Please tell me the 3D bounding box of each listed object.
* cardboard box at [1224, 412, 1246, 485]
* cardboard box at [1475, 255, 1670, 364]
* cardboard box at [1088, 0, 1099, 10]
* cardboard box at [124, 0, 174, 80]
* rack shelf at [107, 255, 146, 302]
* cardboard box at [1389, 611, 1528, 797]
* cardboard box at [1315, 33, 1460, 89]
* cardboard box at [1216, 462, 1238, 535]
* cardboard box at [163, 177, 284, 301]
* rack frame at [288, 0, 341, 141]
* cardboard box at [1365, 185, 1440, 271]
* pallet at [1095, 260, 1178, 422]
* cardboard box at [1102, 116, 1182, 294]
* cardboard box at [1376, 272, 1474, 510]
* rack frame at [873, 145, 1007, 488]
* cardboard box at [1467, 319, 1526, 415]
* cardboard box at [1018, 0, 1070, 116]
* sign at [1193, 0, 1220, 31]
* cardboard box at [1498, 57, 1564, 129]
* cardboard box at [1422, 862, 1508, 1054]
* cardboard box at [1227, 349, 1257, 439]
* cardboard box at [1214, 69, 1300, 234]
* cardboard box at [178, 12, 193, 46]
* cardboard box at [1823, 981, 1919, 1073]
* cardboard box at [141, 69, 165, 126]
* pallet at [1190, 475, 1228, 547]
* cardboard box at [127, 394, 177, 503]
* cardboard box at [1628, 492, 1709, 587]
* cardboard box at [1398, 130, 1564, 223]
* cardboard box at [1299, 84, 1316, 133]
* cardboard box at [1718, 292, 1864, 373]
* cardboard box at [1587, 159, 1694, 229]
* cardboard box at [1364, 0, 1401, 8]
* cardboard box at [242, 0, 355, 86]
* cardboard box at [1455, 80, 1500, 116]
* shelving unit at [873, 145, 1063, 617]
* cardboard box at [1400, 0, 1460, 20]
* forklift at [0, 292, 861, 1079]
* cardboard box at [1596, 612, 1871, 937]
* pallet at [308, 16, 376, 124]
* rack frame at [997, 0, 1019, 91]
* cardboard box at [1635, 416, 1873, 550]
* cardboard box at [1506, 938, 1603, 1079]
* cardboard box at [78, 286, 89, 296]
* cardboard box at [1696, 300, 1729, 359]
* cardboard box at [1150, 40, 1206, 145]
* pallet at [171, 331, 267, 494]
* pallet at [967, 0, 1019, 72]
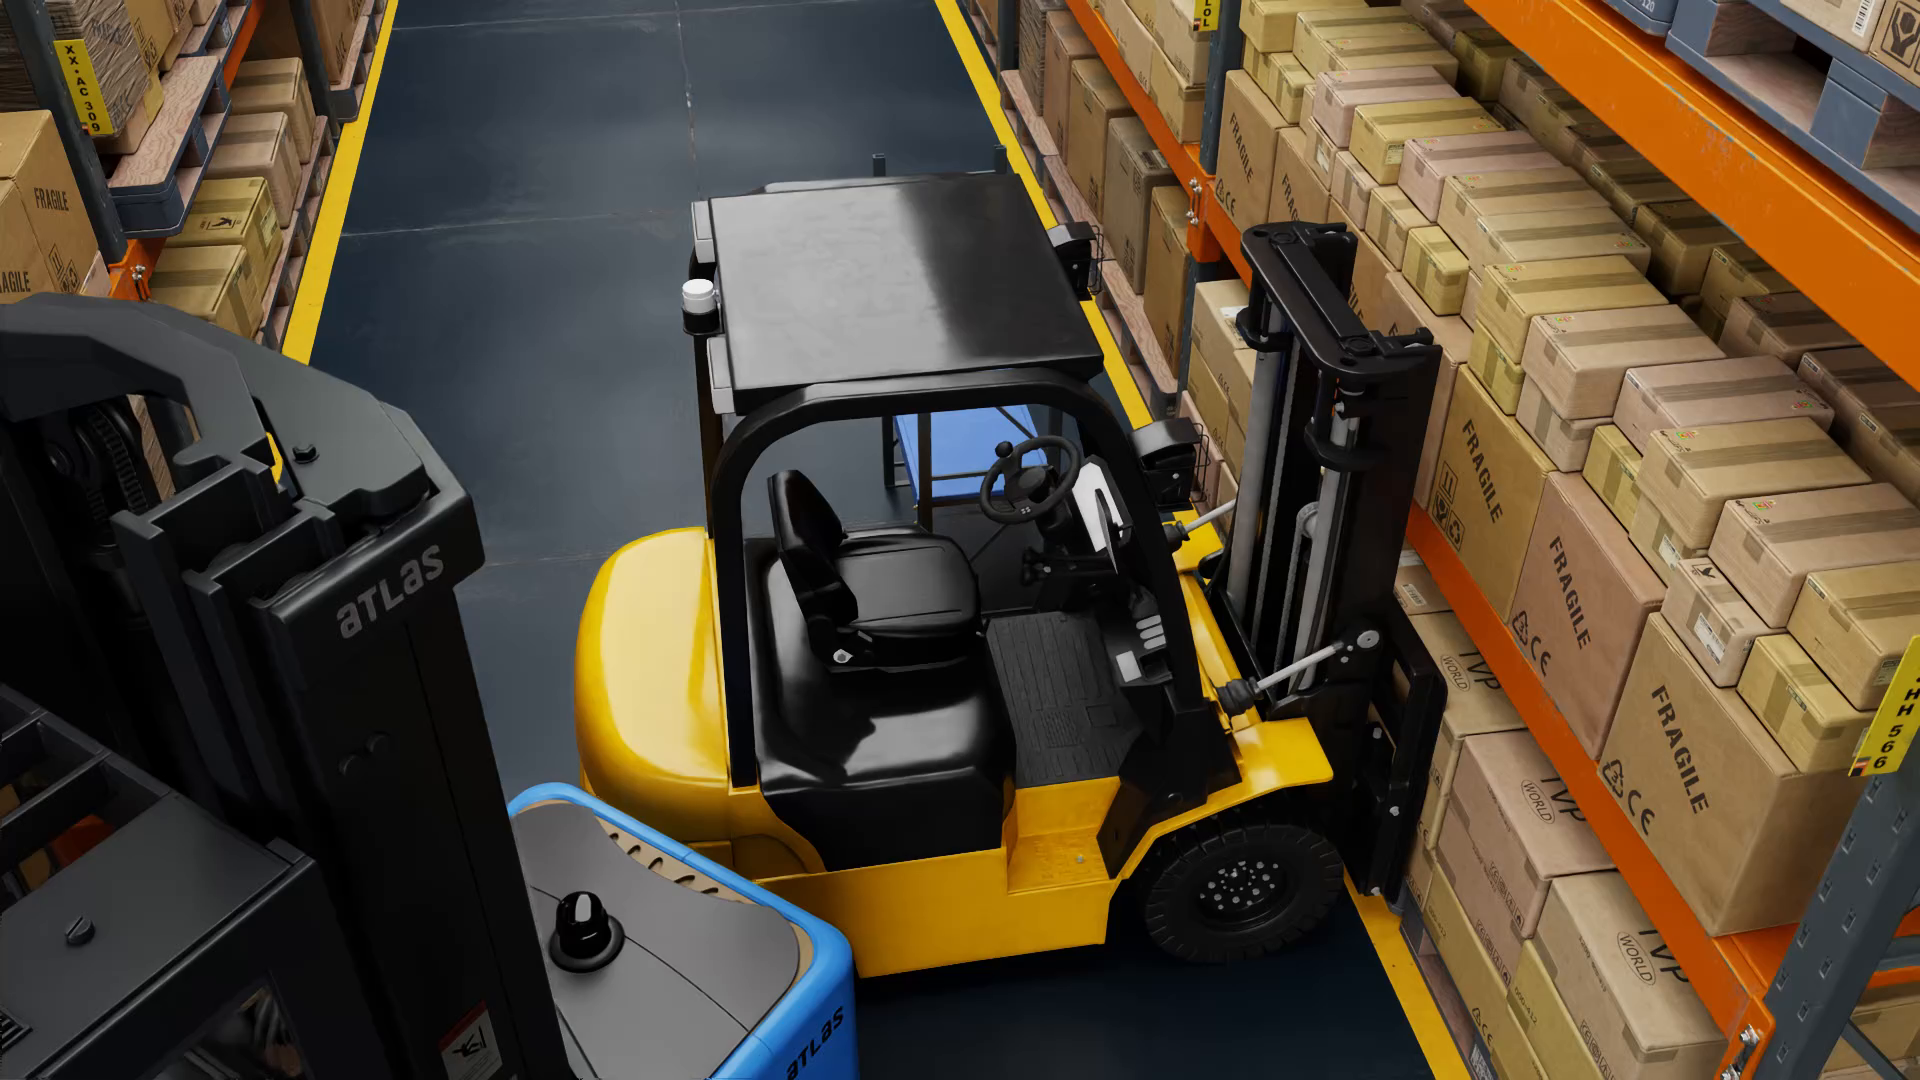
[{"bbox_3d":[1.305,-0.283,6.161,0.500,0.250,0.500,-6,38,-8],"label":"cardboard box"},{"bbox_3d":[1.542,-0.586,4.207,0.380,0.149,0.250,-6,38,-7],"label":"cardboard box"},{"bbox_3d":[0.839,-2.770,7.992,0.500,0.250,0.500,-5,38,-6],"label":"cardboard box"},{"bbox_3d":[-3.341,-2.038,6.263,0.500,0.500,0.500,-6,38,-8],"label":"cardboard box"},{"bbox_3d":[-3.102,0.393,4.386,1.077,0.370,4.000,-6,38,-8],"label":"rack shelf"},{"bbox_3d":[1.554,0.450,4.810,0.500,0.250,0.500,-6,38,-7],"label":"cardboard box"},{"bbox_3d":[1.386,-1.523,5.412,0.380,0.149,0.250,-7,38,-9],"label":"cardboard box"},{"bbox_3d":[1.297,-0.082,6.310,0.500,0.250,0.500,-7,38,-9],"label":"cardboard box"},{"bbox_3d":[-3.800,-1.398,7.903,0.950,0.372,0.625,-5,38,-6],"label":"cardboard box"},{"bbox_3d":[-4.154,-3.515,8.830,1.000,3.000,0.127,-6,38,-8],"label":"rack frame"},{"bbox_3d":[1.427,-0.934,4.897,0.380,0.149,0.250,-7,38,-9],"label":"cardboard box"},{"bbox_3d":[1.266,-0.975,7.833,1.003,0.211,1.213,-6,38,-8],"label":"pallet"},{"bbox_3d":[1.203,-1.647,8.018,0.875,0.625,0.625,-7,38,-8],"label":"cardboard box"},{"bbox_3d":[1.519,-0.454,4.808,0.500,0.500,0.500,-6,38,-8],"label":"cardboard box"},{"bbox_3d":[-0.074,-0.848,6.619,0.500,1.500,0.032,-6,38,-8],"label":"rack frame"},{"bbox_3d":[1.550,-0.466,4.295,0.380,0.149,0.250,-6,38,-8],"label":"cardboard box"},{"bbox_3d":[0.828,-2.901,9.633,0.875,0.625,0.625,-5,38,-7],"label":"cardboard box"},{"bbox_3d":[0.901,-1.997,5.996,0.100,0.325,0.005,-6,38,-8],"label":"sign"},{"bbox_3d":[1.956,-1.429,5.292,0.380,0.149,0.250,-7,38,-9],"label":"cardboard box"},{"bbox_3d":[1.664,1.149,4.724,0.500,0.250,0.500,-6,38,-8],"label":"cardboard box"},{"bbox_3d":[1.289,-0.474,6.000,0.500,0.250,0.500,-6,38,-8],"label":"cardboard box"},{"bbox_3d":[1.255,-1.379,5.998,0.500,0.500,0.500,-7,38,-9],"label":"cardboard box"},{"bbox_3d":[-3.444,-2.158,6.945,0.380,0.149,0.250,-6,38,-8],"label":"cardboard box"},{"bbox_3d":[2.237,0.995,4.108,0.500,0.250,0.500,-7,38,-9],"label":"cardboard box"},{"bbox_3d":[-3.273,-1.685,6.337,0.380,0.149,0.250,-5,38,-7],"label":"cardboard box"},{"bbox_3d":[1.532,-0.049,6.641,1.003,0.211,1.213,-6,38,-8],"label":"pallet"},{"bbox_3d":[-3.084,-0.147,5.782,0.500,0.500,0.500,-7,38,-9],"label":"cardboard box"},{"bbox_3d":[1.739,-0.009,3.706,0.380,0.149,0.250,-6,38,-7],"label":"cardboard box"},{"bbox_3d":[1.502,-1.054,4.810,0.380,0.149,0.250,-6,38,-8],"label":"cardboard box"},{"bbox_3d":[1.351,-1.400,5.496,0.380,0.149,0.250,-6,38,-8],"label":"cardboard box"},{"bbox_3d":[2.114,-0.485,4.077,0.380,0.149,0.250,-5,38,-7],"label":"cardboard box"},{"bbox_3d":[1.994,-0.955,4.681,0.380,0.149,0.250,-5,38,-7],"label":"cardboard box"},{"bbox_3d":[1.583,-2.166,6.483,0.380,0.149,0.250,-7,38,-9],"label":"cardboard box"},{"bbox_3d":[-4.193,-3.268,9.901,0.875,0.875,0.875,-7,38,-8],"label":"cardboard box"},{"bbox_3d":[1.859,-1.456,5.569,0.380,0.149,0.250,-5,38,-7],"label":"cardboard box"},{"bbox_3d":[0.015,-0.541,6.224,0.538,1.500,1.048,-6,38,-8],"label":"shelving unit"},{"bbox_3d":[1.787,-1.888,5.883,0.380,0.149,0.250,-6,38,-8],"label":"cardboard box"},{"bbox_3d":[-1.456,1.202,2.813,1.130,2.935,3.031,22,43,25],"label":"forklift"},{"bbox_3d":[1.790,0.472,3.616,0.500,0.500,0.500,-7,38,-9],"label":"cardboard box"},{"bbox_3d":[-4.218,-2.898,10.309,1.003,0.211,1.213,-6,38,-8],"label":"pallet"},{"bbox_3d":[0.733,-4.051,9.520,1.000,3.000,0.127,-6,38,-8],"label":"rack frame"},{"bbox_3d":[1.718,-0.127,3.616,0.380,0.149,0.250,-5,38,-7],"label":"cardboard box"},{"bbox_3d":[1.742,1.243,4.197,0.500,0.250,0.500,-7,38,-9],"label":"cardboard box"},{"bbox_3d":[-3.045,-0.689,5.396,0.380,0.149,0.250,-5,38,-7],"label":"cardboard box"},{"bbox_3d":[2.175,-0.532,4.380,0.380,0.149,0.250,-5,38,-6],"label":"cardboard box"},{"bbox_3d":[1.088,-1.852,6.812,0.500,0.250,0.500,-5,38,-7],"label":"cardboard box"},{"bbox_3d":[-3.590,-0.468,7.180,1.003,0.211,1.213,-6,38,-8],"label":"pallet"},{"bbox_3d":[0.639,-3.405,10.961,1.003,0.211,1.213,-6,38,-8],"label":"pallet"}]
